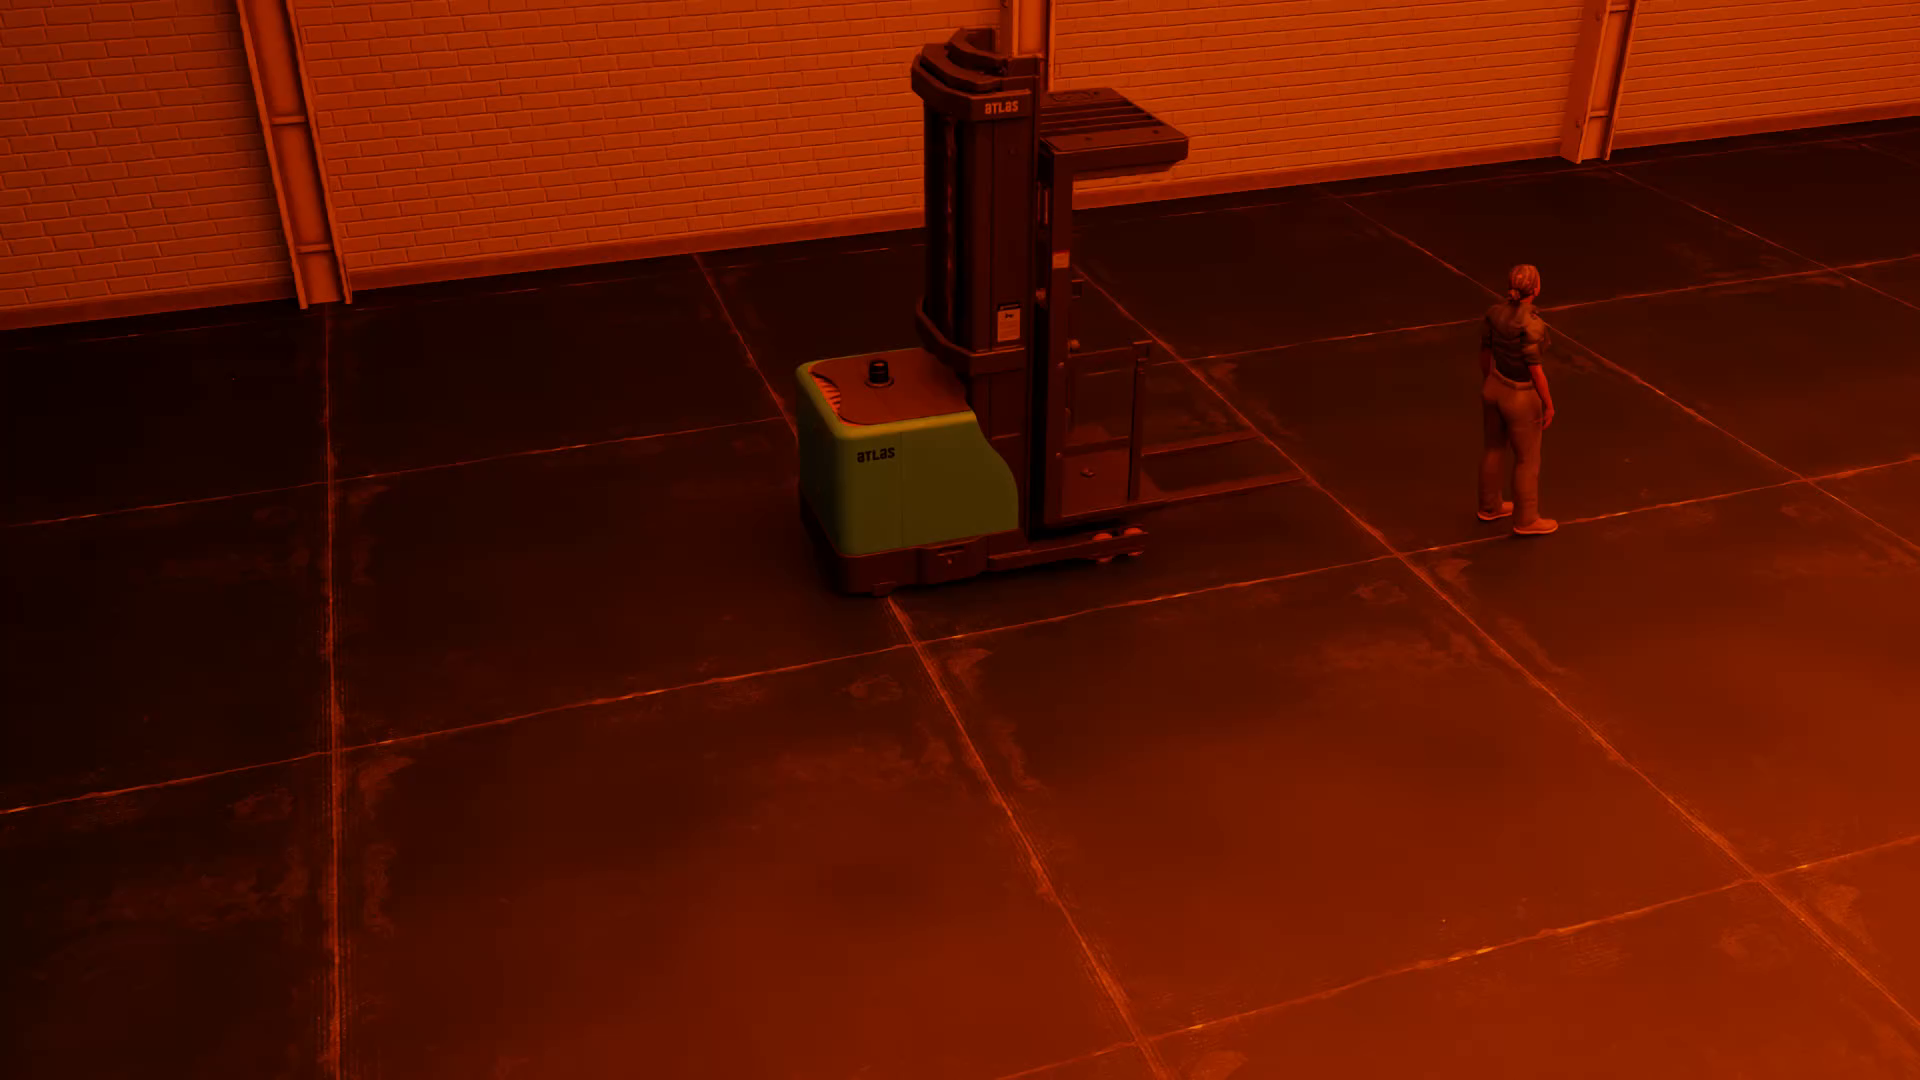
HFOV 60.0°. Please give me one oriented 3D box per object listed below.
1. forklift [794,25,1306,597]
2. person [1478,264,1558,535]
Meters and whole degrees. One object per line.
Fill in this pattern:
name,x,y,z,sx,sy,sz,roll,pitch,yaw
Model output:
forklift,0.598,-1.382,9.489,3.031,2.935,1.130,-10,31,-16
person,3.327,-0.842,9.828,0.483,1.662,0.551,-13,32,-22
